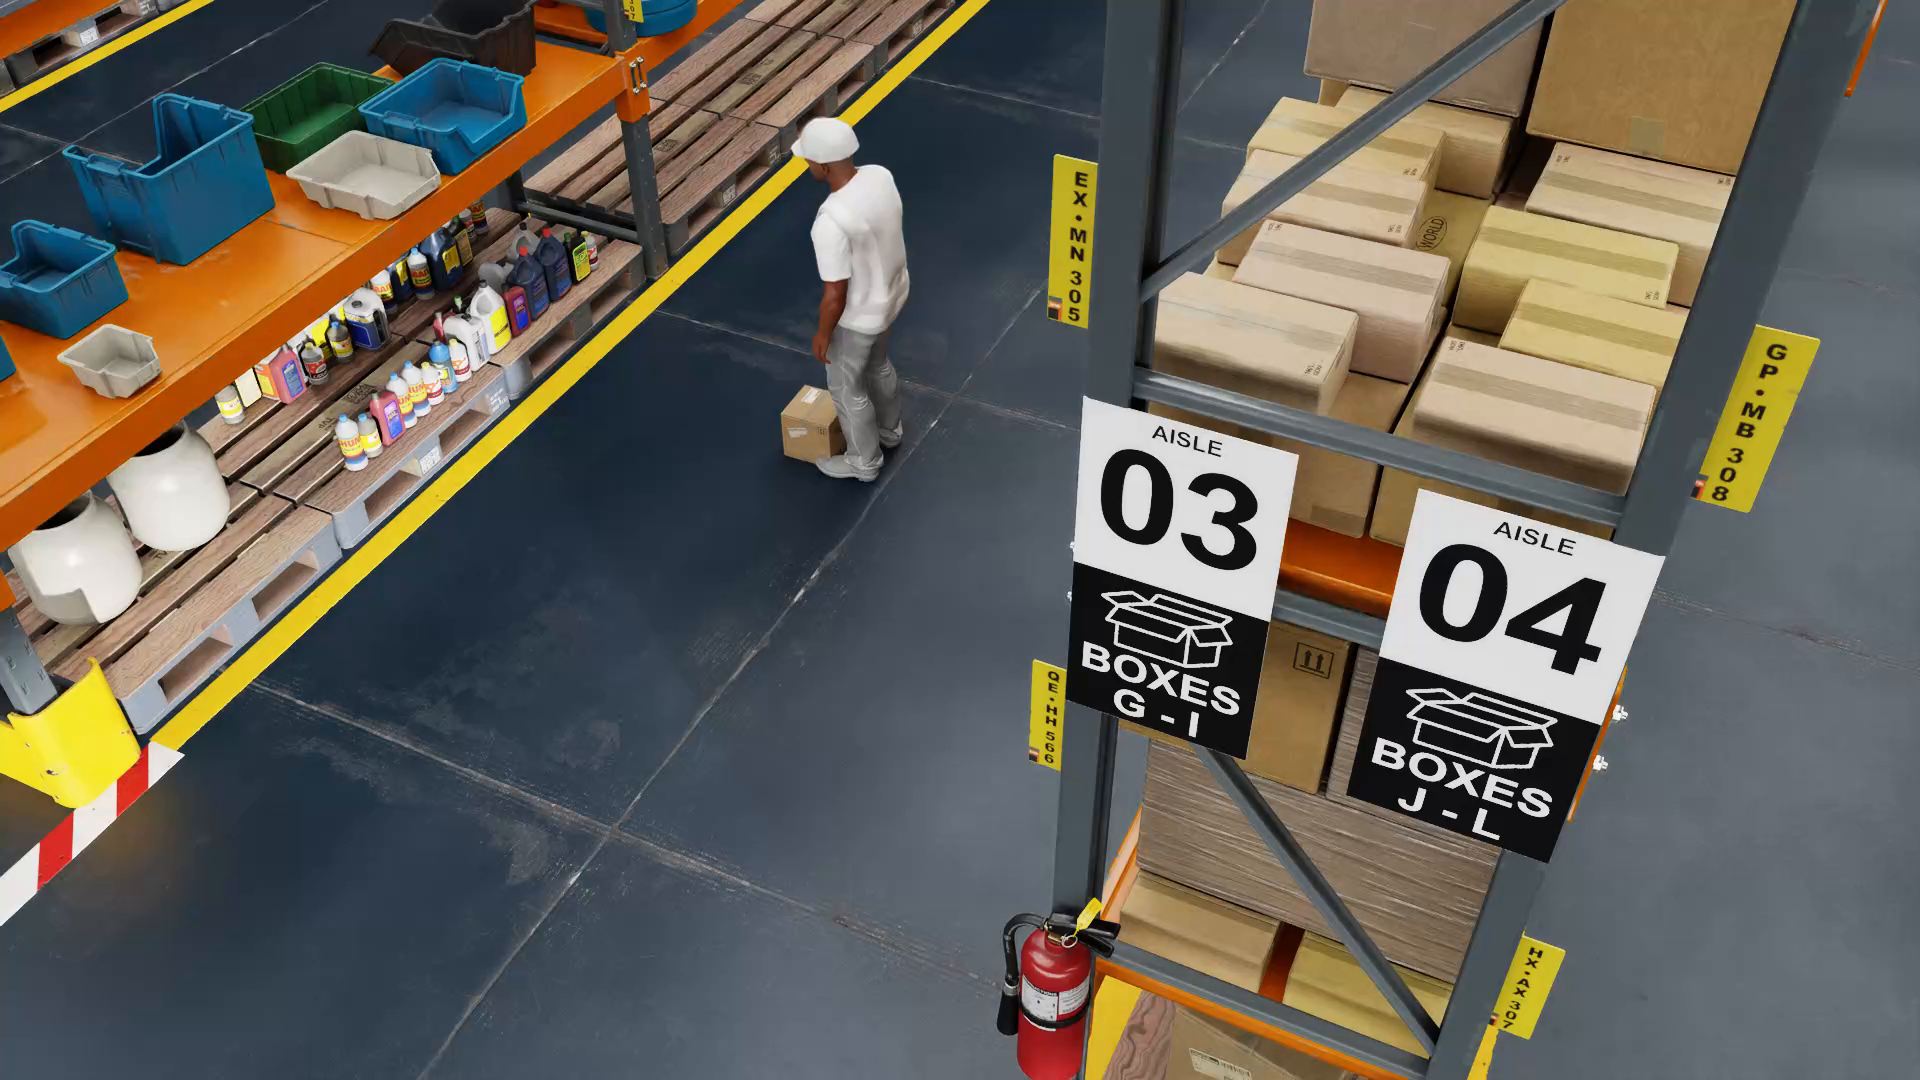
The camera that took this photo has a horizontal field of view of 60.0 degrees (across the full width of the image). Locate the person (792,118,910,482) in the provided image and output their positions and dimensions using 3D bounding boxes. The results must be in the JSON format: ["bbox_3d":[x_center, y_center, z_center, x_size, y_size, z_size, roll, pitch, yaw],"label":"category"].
[{"bbox_3d":[-0.468,-1.046,7.318,0.462,1.761,0.629,17,44,18],"label":"person"}]
